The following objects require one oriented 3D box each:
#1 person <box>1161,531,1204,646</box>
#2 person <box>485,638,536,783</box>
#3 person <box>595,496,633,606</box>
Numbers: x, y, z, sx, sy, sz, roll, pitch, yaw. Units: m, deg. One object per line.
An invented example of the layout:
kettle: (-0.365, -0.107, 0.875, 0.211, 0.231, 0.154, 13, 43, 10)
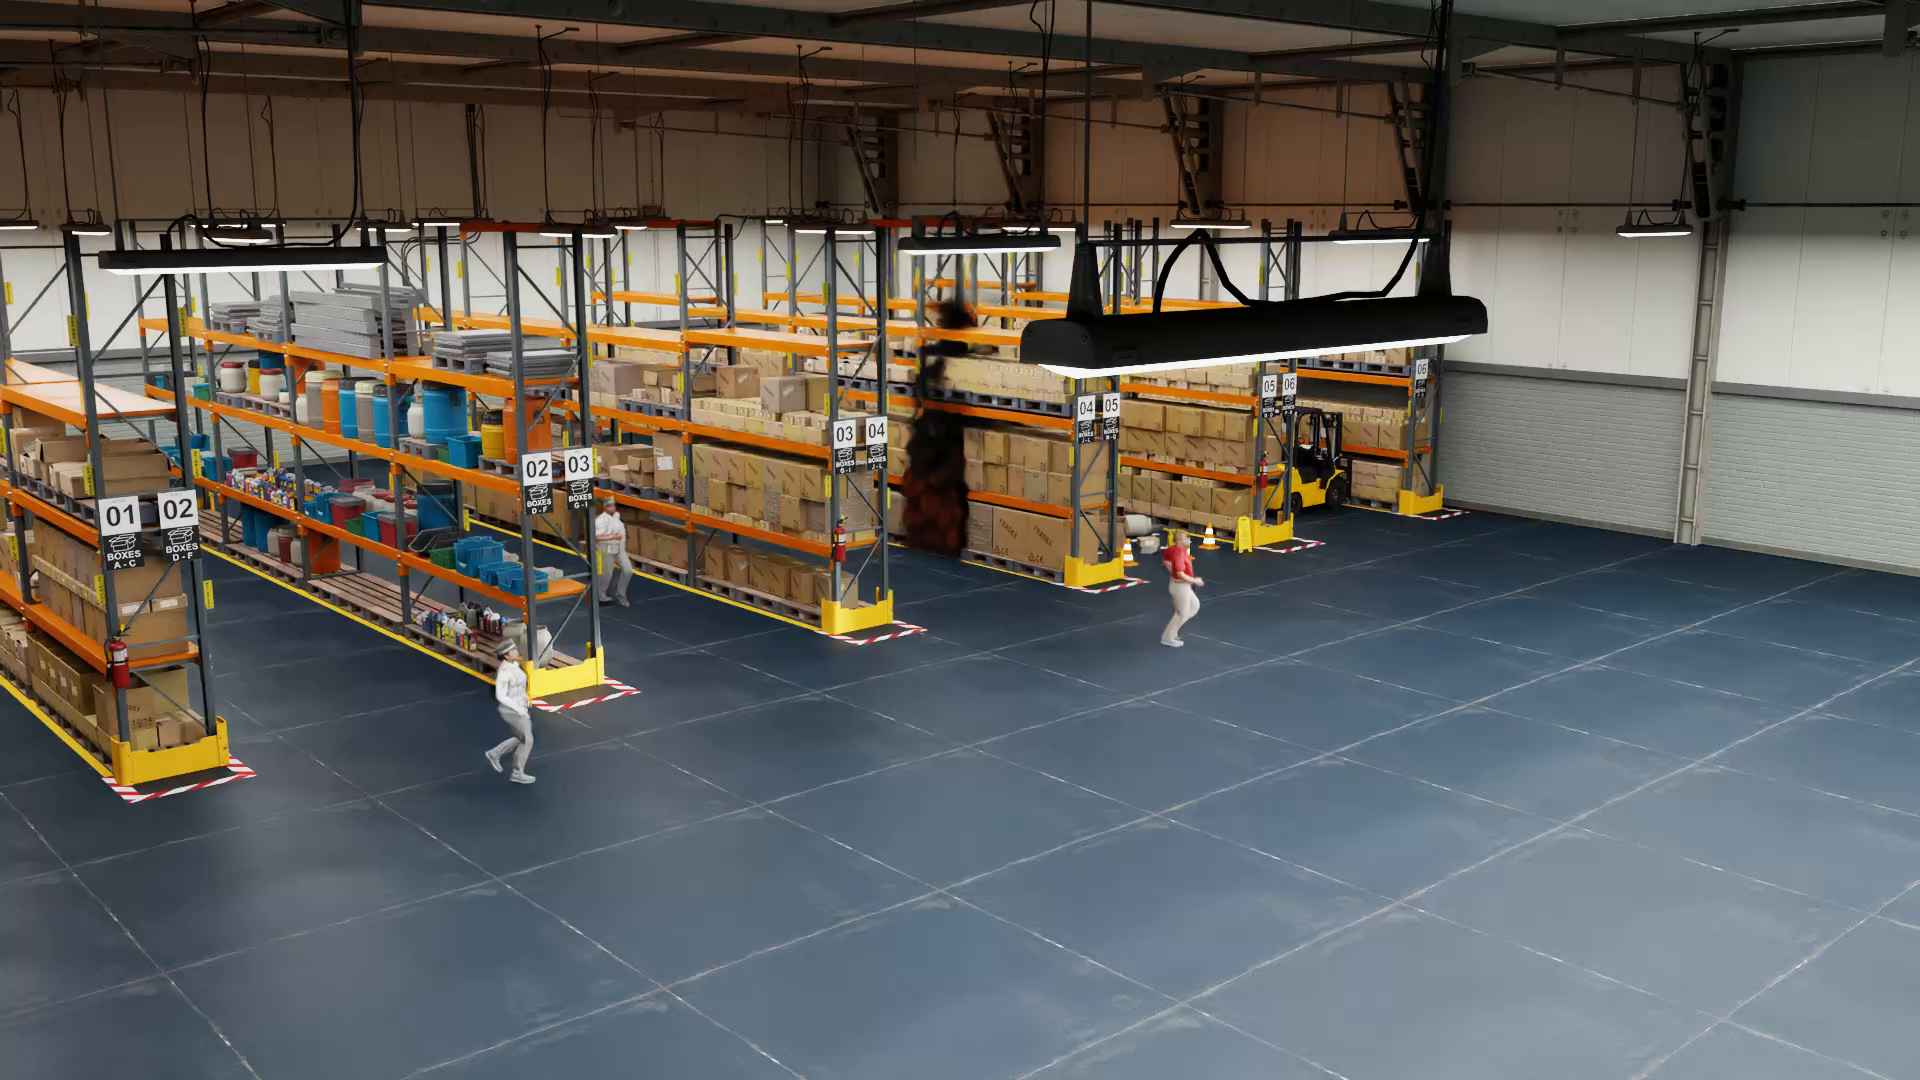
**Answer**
person: (3.227, 0.696, 24.151, 0.594, 1.686, 0.675, 0, 11, 0)
person: (-5.005, 1.885, 18.387, 0.537, 1.673, 0.616, -2, 12, -8)
person: (-5.539, 0.197, 26.509, 0.767, 1.839, 0.638, 10, 15, 40)
